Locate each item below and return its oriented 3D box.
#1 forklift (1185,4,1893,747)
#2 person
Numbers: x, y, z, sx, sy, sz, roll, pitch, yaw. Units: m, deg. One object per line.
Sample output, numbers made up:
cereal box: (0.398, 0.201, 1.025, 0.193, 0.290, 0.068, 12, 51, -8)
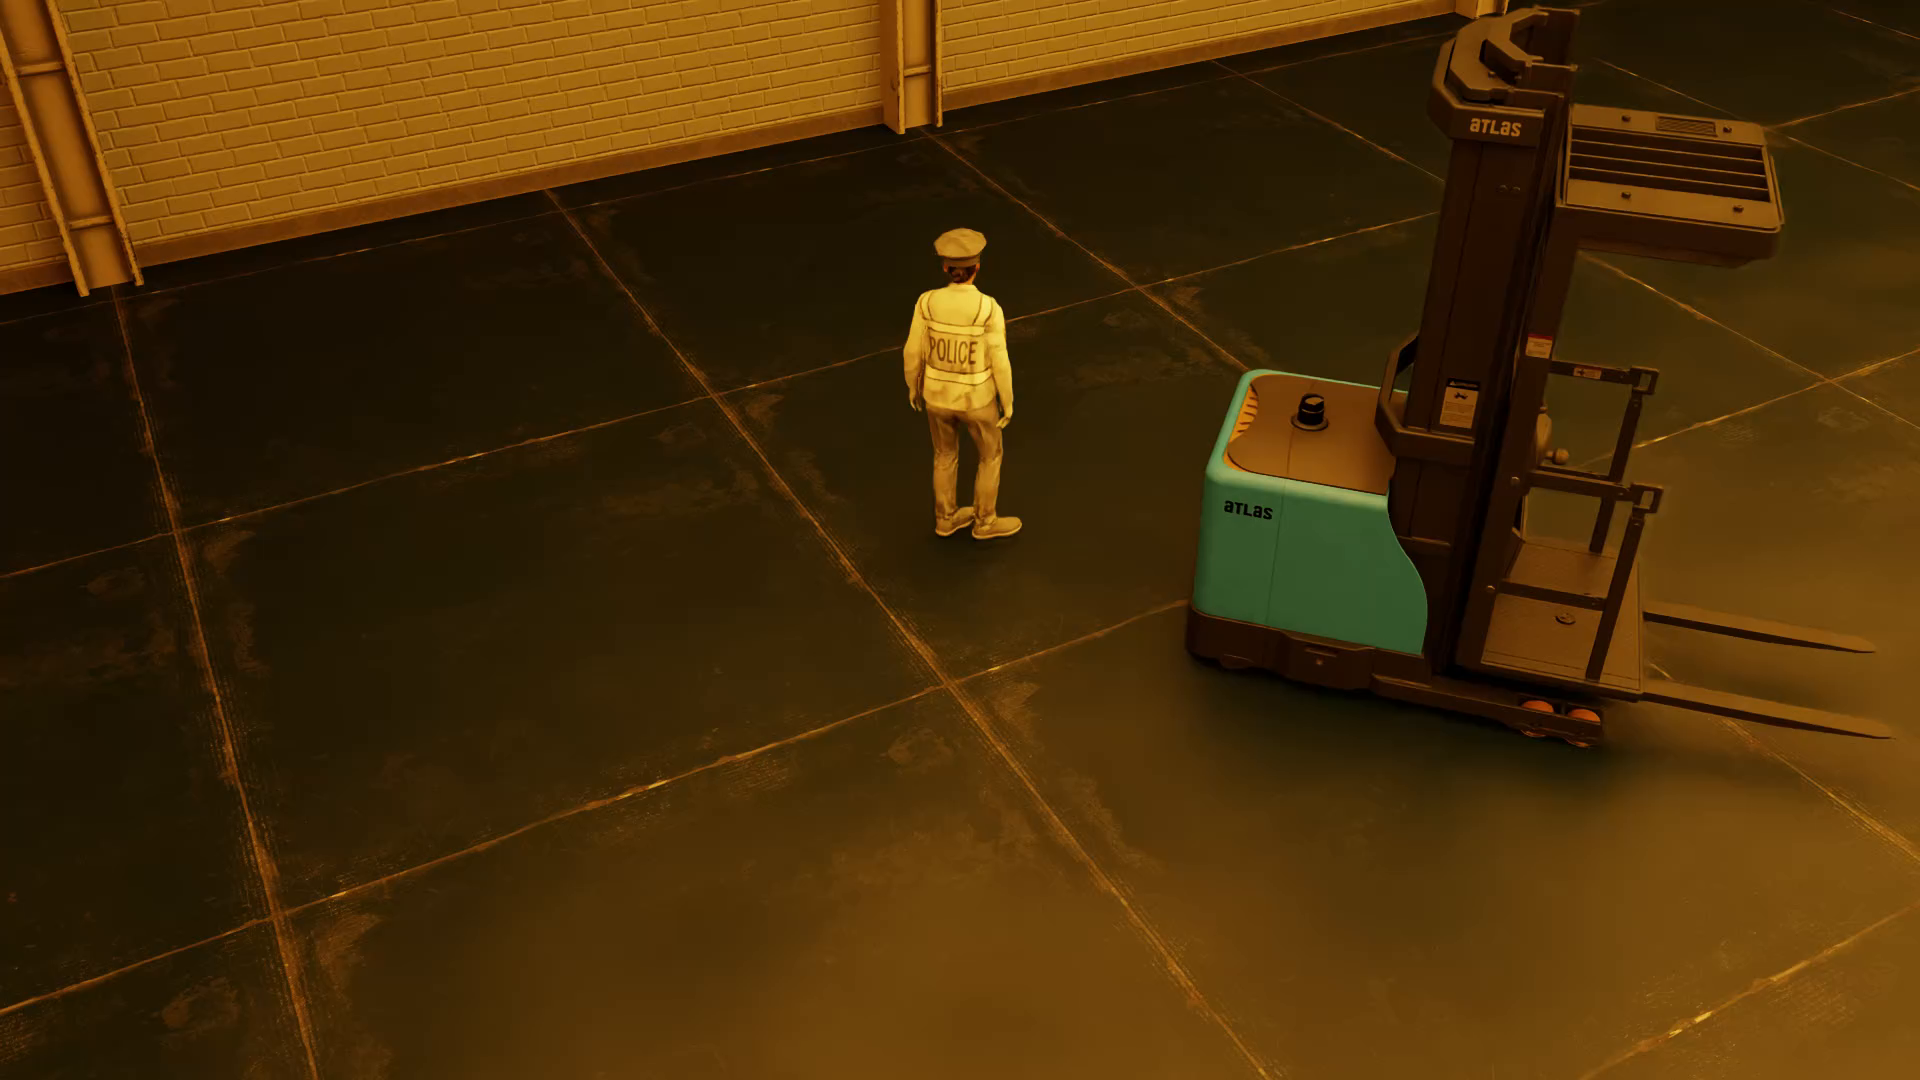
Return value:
forklift: (2.639, -0.628, 7.011, 3.031, 2.935, 1.130, 11, 37, 15)
person: (0.005, -0.712, 8.238, 0.580, 1.660, 0.381, 10, 36, 13)
